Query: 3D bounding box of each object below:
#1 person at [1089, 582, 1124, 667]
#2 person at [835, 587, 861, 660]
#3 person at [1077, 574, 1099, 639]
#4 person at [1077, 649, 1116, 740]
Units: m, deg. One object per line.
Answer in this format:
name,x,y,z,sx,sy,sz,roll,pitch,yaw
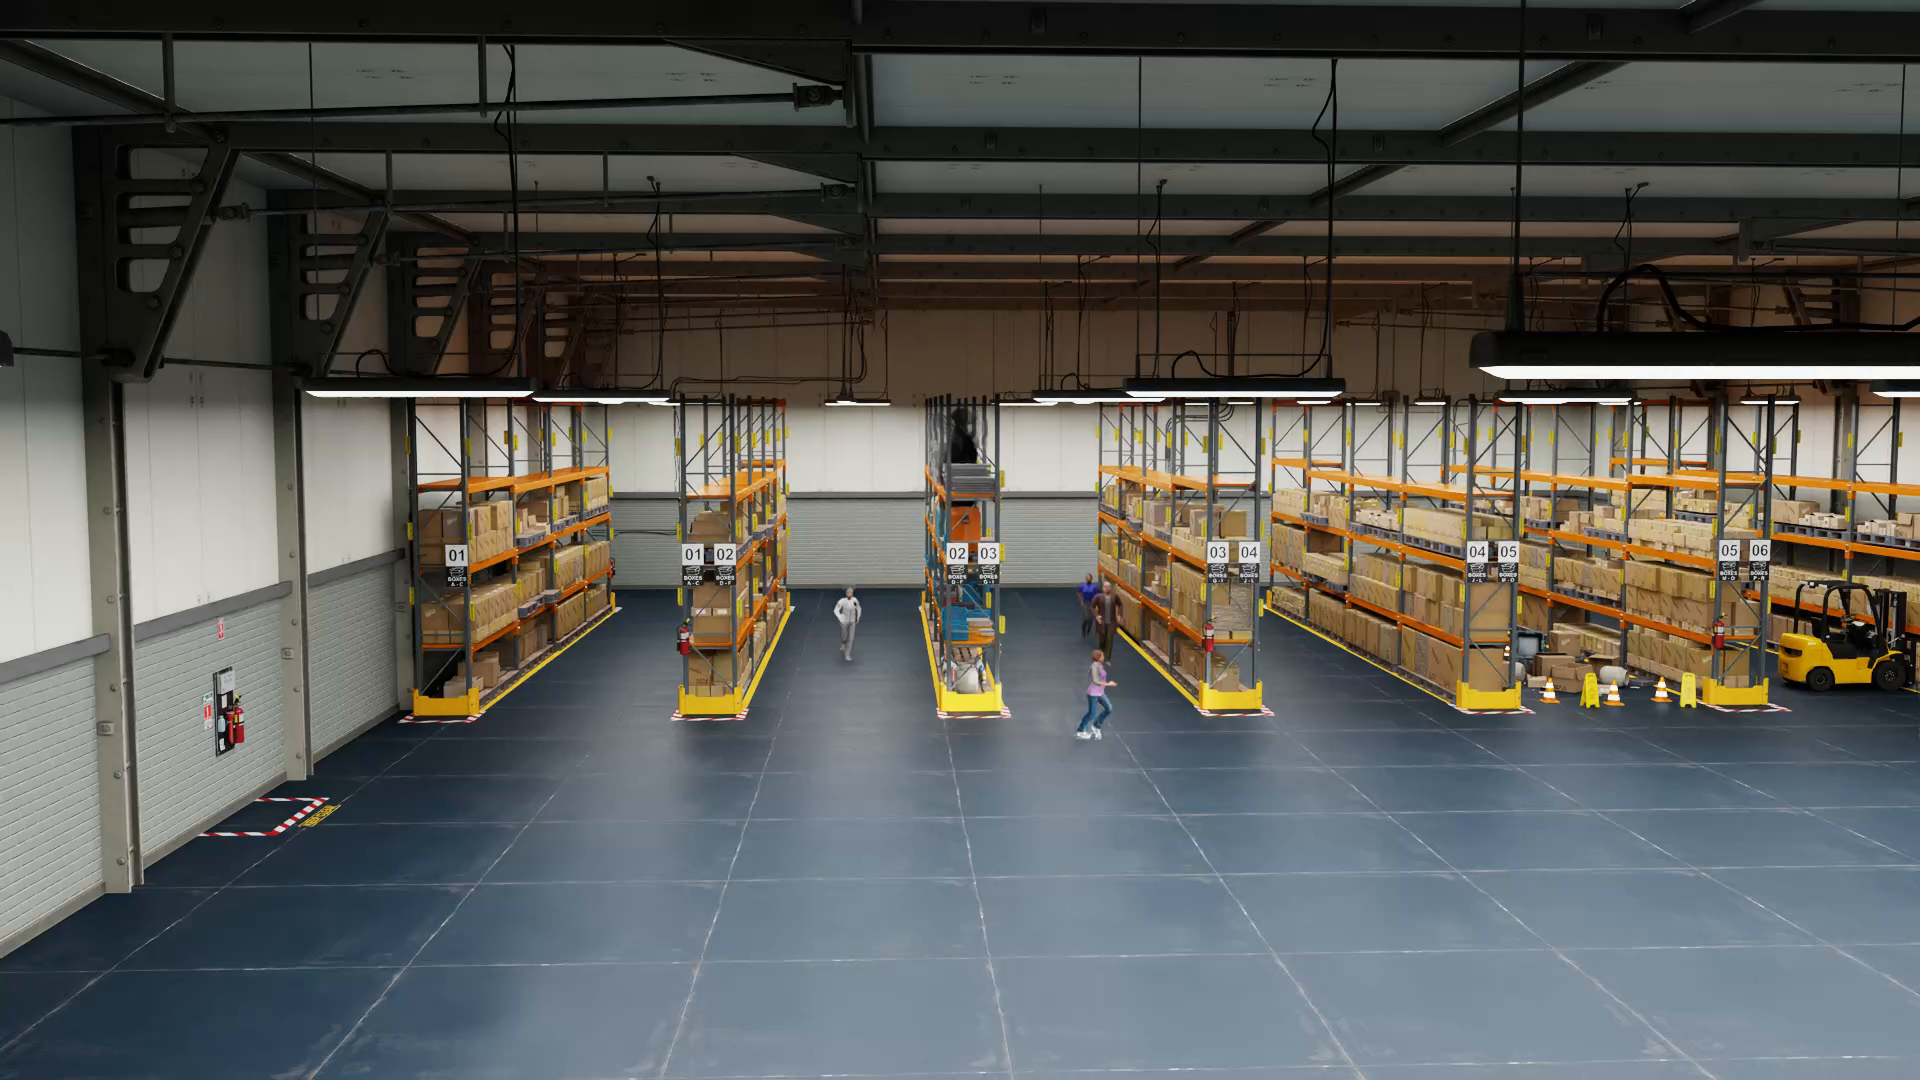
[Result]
person,3.120,1.771,35.330,0.738,1.780,0.704,0,5,-3
person,-2.567,1.890,38.198,0.643,1.675,0.732,-1,5,-18
person,3.206,1.653,41.292,0.554,1.622,0.632,0,5,-2
person,2.366,2.662,28.639,0.728,1.585,0.504,2,5,25
